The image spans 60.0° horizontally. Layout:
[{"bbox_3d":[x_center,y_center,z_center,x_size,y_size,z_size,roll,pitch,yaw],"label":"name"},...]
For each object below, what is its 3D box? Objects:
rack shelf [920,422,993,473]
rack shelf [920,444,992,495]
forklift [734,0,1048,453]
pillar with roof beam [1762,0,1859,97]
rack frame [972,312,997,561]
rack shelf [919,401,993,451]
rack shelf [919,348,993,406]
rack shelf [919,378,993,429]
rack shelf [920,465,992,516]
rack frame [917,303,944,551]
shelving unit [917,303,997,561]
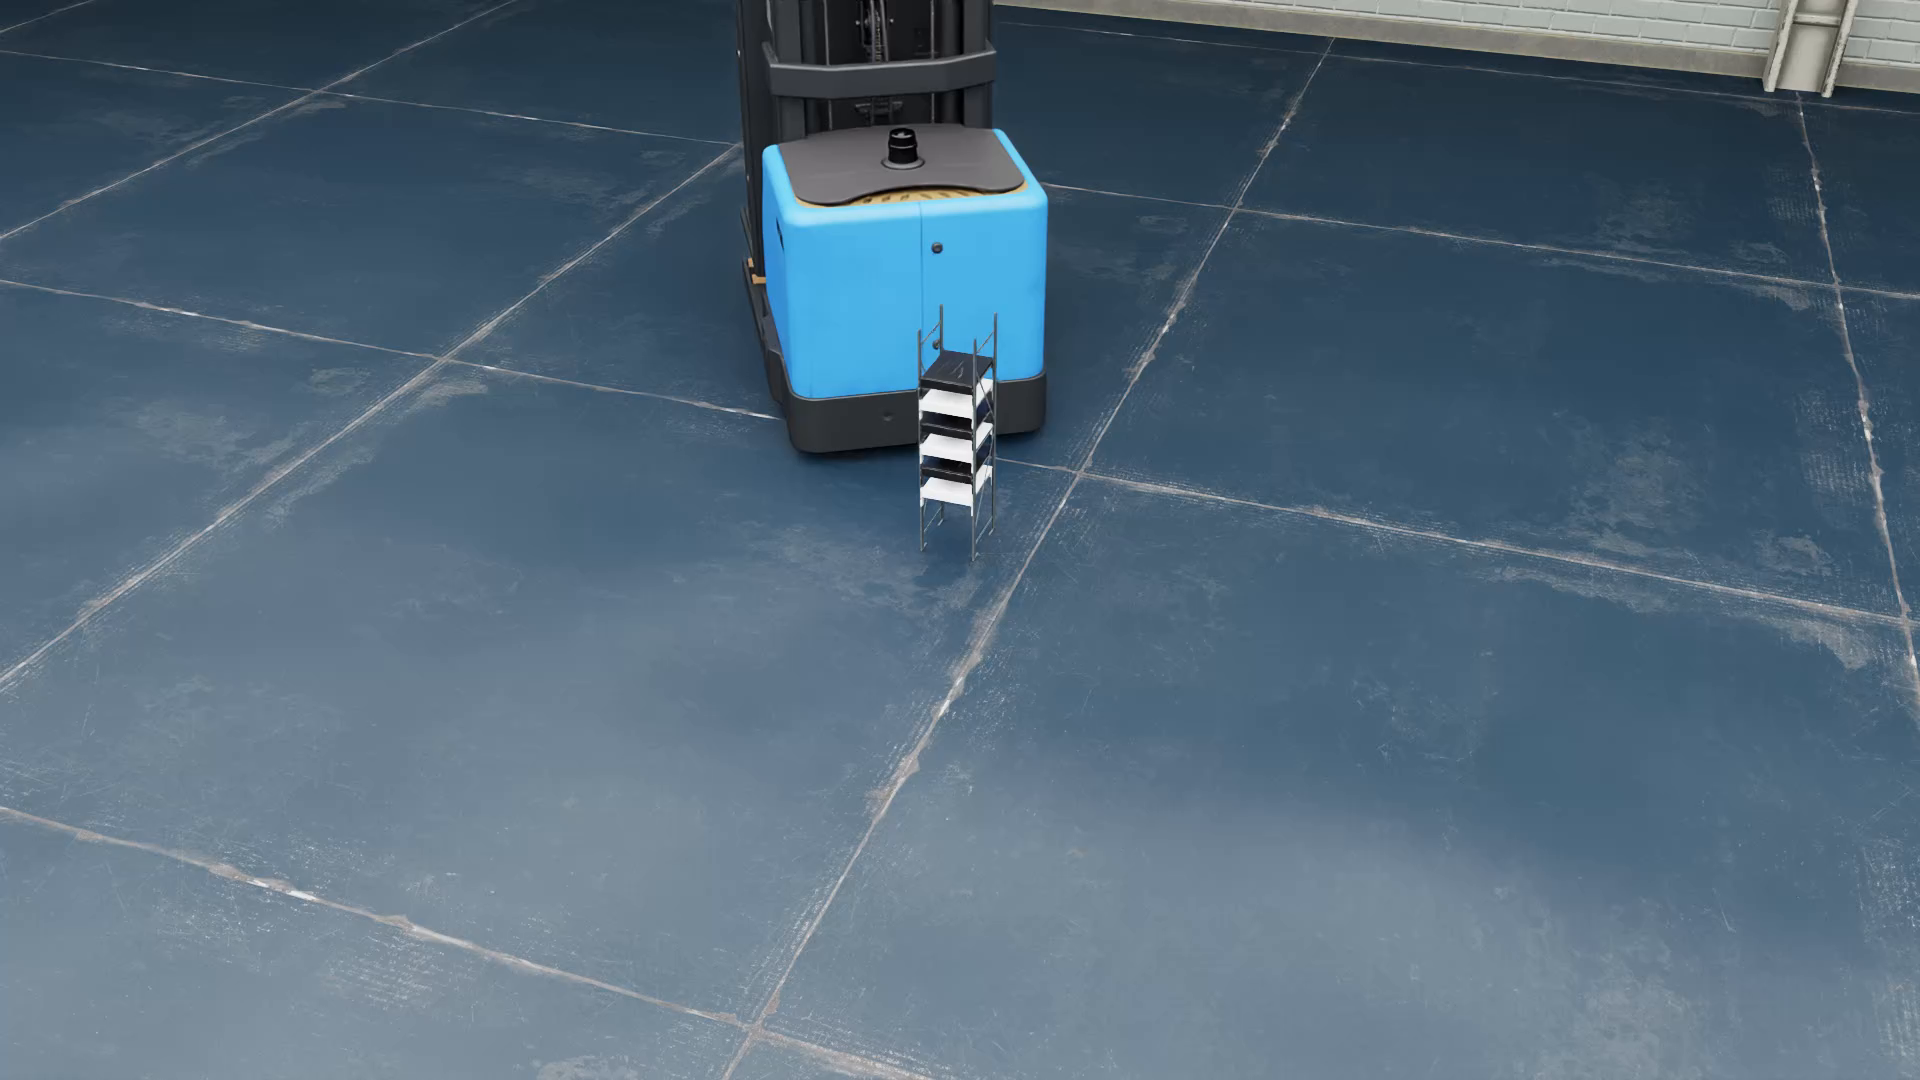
[{"bbox_3d":[-0.008,-0.352,6.026,0.200,0.077,0.258,11,34,16],"label":"rack shelf"},{"bbox_3d":[-0.008,-0.276,6.075,0.200,0.077,0.258,11,34,16],"label":"rack shelf"},{"bbox_3d":[-0.450,-2.370,7.219,1.130,2.935,3.031,-6,33,-10],"label":"forklift"},{"bbox_3d":[3.984,-4.527,4.965,0.400,9.000,9.100,11,34,16],"label":"pillar with roof beam"},{"bbox_3d":[0.088,-0.361,5.979,0.006,0.900,0.240,11,34,16],"label":"rack frame"},{"bbox_3d":[-0.008,-0.427,5.977,0.200,0.077,0.258,11,34,16],"label":"rack shelf"},{"bbox_3d":[-0.008,-0.578,5.880,0.200,0.077,0.258,11,34,16],"label":"rack shelf"},{"bbox_3d":[-0.008,-0.503,5.929,0.200,0.077,0.258,11,34,16],"label":"rack shelf"},{"bbox_3d":[-0.008,-0.200,6.124,0.200,0.077,0.258,11,34,16],"label":"rack shelf"},{"bbox_3d":[-0.103,-0.398,6.037,0.006,0.900,0.240,11,34,16],"label":"rack frame"},{"bbox_3d":[-0.008,-0.380,6.008,0.210,0.900,0.258,11,34,16],"label":"shelving unit"}]
